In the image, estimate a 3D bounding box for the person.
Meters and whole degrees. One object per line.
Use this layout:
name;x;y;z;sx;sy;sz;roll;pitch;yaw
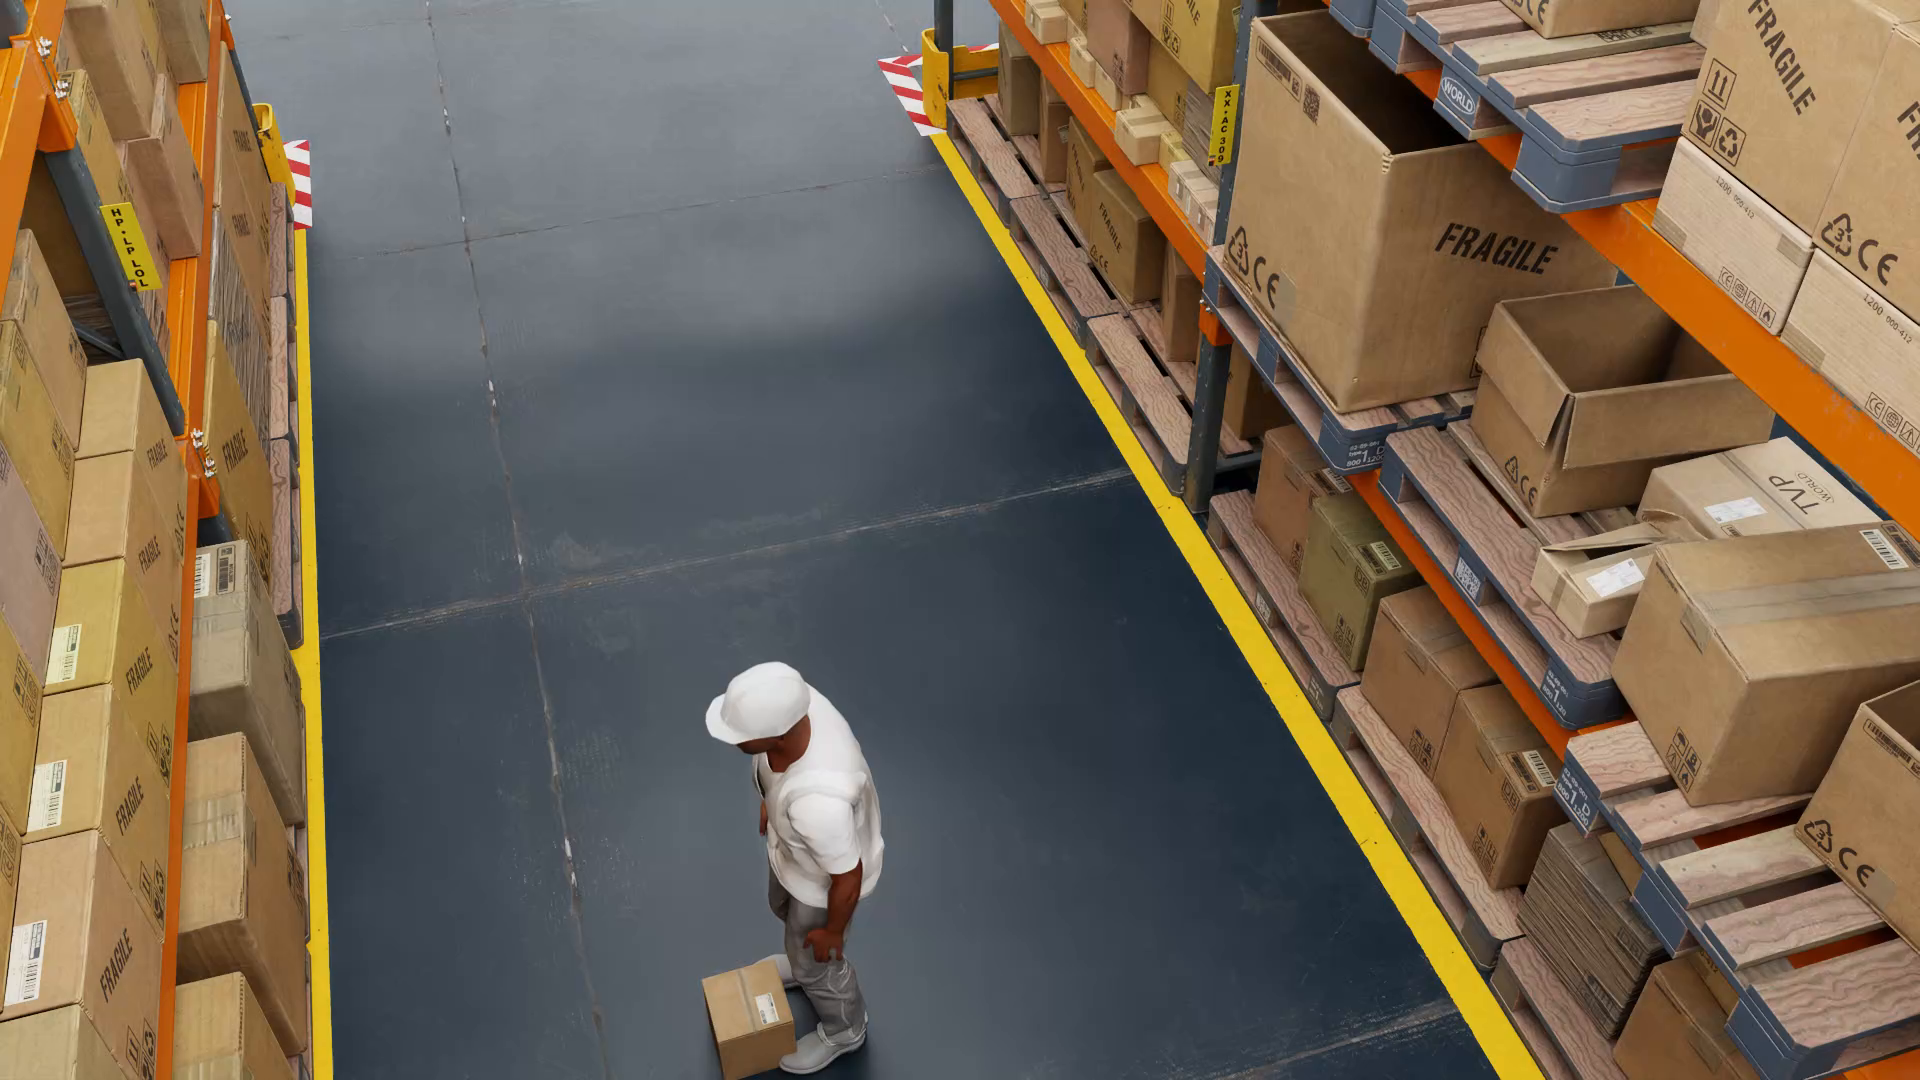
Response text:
person;-0.477;0.979;5.060;0.459;1.759;0.622;-14;44;-15
